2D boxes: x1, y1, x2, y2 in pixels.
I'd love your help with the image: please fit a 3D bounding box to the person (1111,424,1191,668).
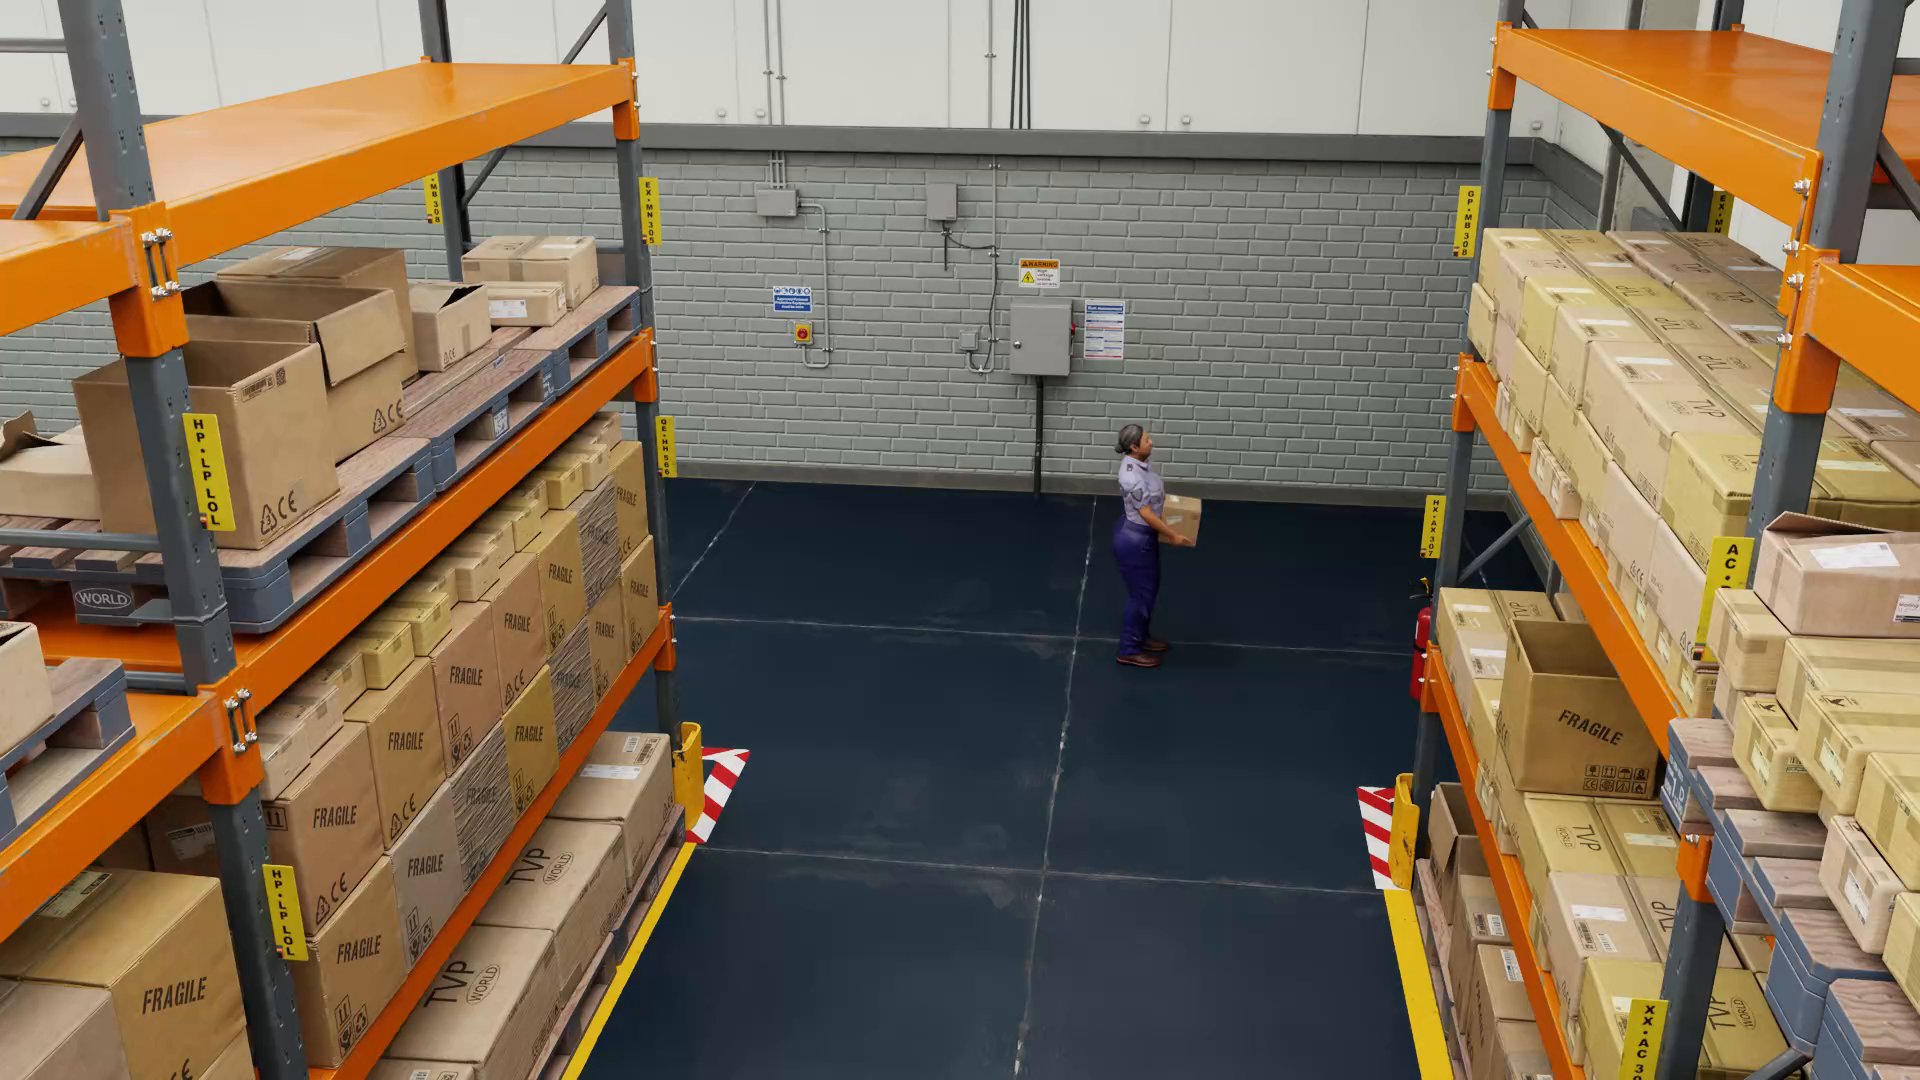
[{"bbox_3d":[1.269,0.021,11.066,0.524,1.634,0.452,3,21,7],"label":"person"}]
